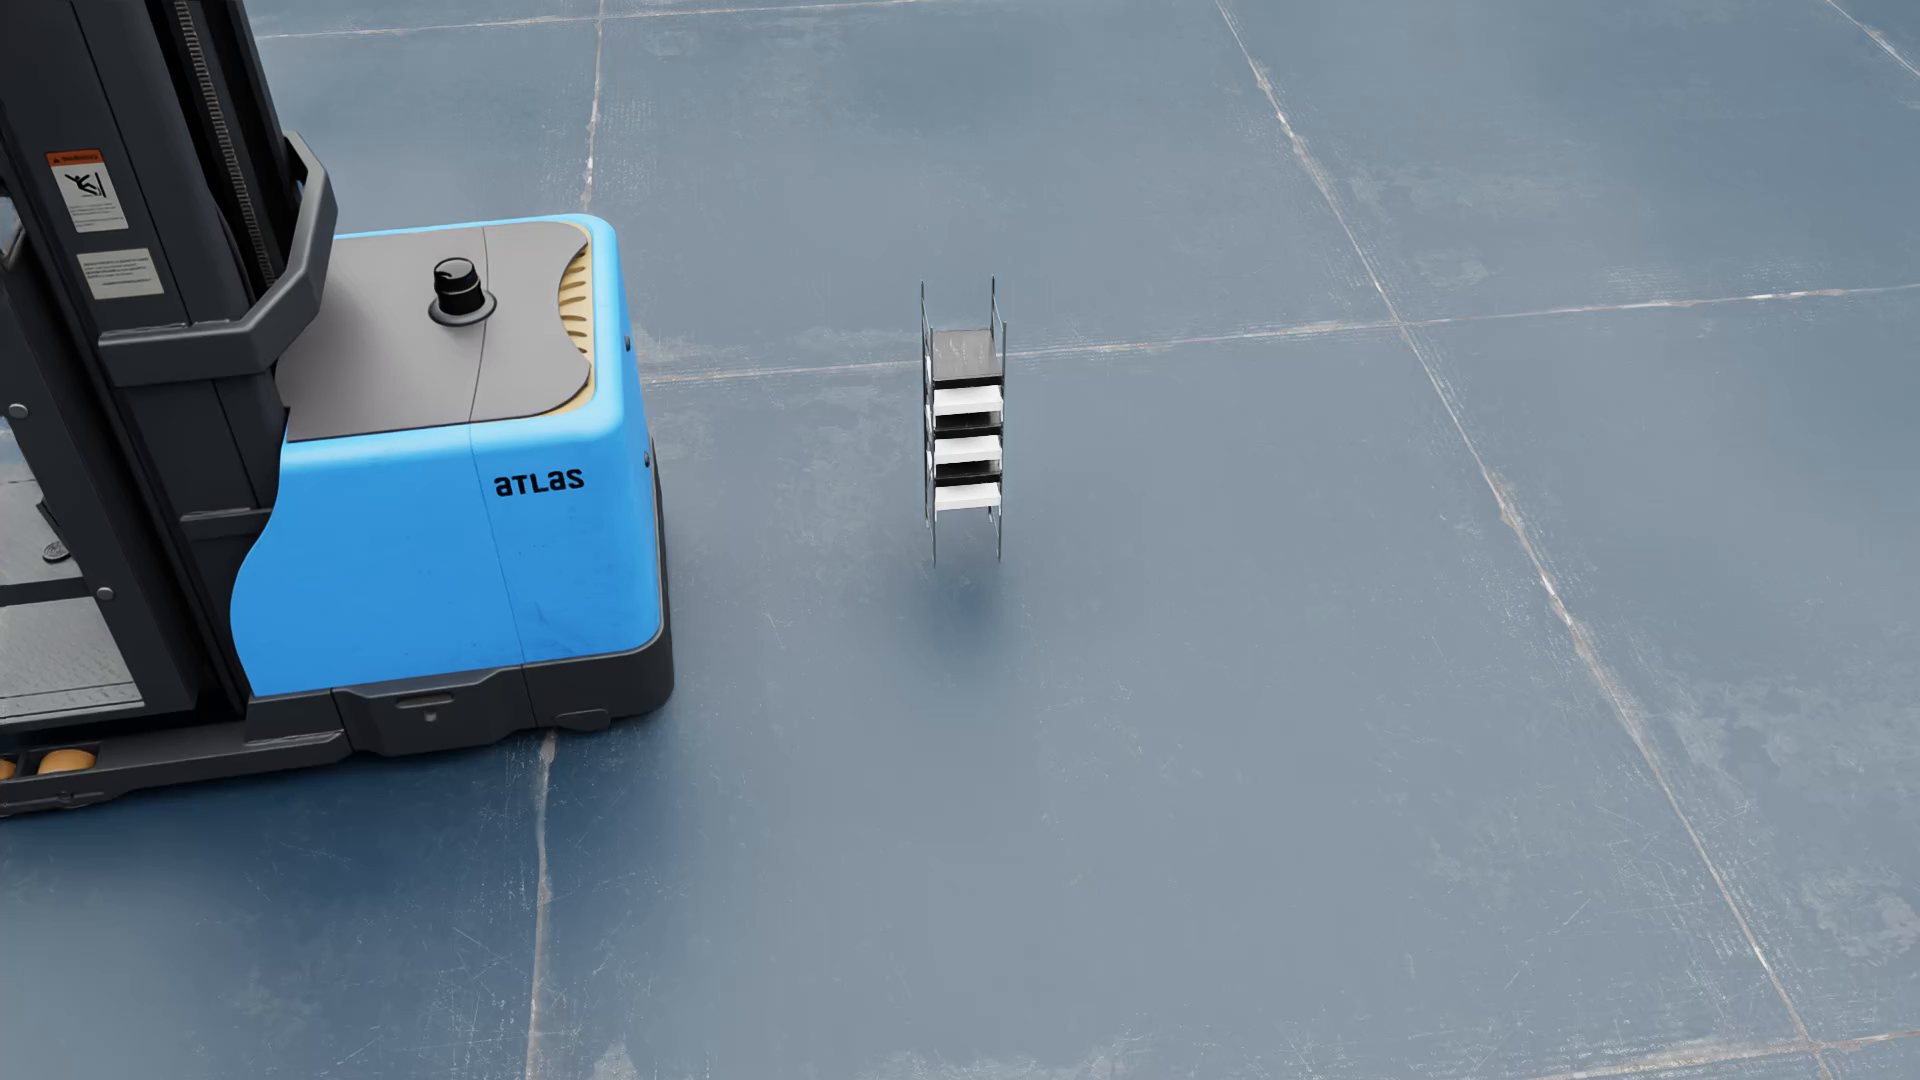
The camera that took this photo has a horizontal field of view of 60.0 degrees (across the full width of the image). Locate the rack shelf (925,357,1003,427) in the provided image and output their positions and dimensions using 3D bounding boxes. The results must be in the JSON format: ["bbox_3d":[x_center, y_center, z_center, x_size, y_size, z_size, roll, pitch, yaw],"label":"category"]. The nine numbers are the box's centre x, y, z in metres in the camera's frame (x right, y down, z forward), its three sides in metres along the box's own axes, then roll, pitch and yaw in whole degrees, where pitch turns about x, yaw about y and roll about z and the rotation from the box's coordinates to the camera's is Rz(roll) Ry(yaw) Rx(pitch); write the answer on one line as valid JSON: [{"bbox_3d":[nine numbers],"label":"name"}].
[{"bbox_3d":[0.008,-0.444,4.851,0.200,0.077,0.258,-5,42,-6],"label":"rack shelf"}]

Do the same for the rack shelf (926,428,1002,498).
[{"bbox_3d":[0.008,-0.243,5.032,0.200,0.077,0.258,-5,42,-6],"label":"rack shelf"}]

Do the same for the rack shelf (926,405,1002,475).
[{"bbox_3d":[0.008,-0.310,4.972,0.200,0.077,0.258,-5,42,-6],"label":"rack shelf"}]

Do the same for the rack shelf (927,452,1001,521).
[{"bbox_3d":[0.008,-0.176,5.092,0.200,0.077,0.258,-5,42,-6],"label":"rack shelf"}]

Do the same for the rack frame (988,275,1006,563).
[{"bbox_3d":[0.109,-0.344,4.959,0.006,0.900,0.240,-5,42,-6],"label":"rack frame"}]

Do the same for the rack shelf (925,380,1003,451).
[{"bbox_3d":[0.008,-0.377,4.911,0.200,0.077,0.258,-5,42,-6],"label":"rack shelf"}]

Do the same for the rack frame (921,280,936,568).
[{"bbox_3d":[-0.093,-0.326,4.940,0.006,0.900,0.240,-5,42,-6],"label":"rack frame"}]

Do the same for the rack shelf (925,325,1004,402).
[{"bbox_3d":[0.008,-0.511,4.791,0.200,0.077,0.258,-5,42,-6],"label":"rack shelf"}]

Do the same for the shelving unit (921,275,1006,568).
[{"bbox_3d":[0.008,-0.335,4.949,0.210,0.900,0.258,-5,42,-6],"label":"shelving unit"}]

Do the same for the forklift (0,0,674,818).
[{"bbox_3d":[-2.372,-0.732,3.873,3.031,2.935,1.130,-7,42,-7],"label":"forklift"}]
